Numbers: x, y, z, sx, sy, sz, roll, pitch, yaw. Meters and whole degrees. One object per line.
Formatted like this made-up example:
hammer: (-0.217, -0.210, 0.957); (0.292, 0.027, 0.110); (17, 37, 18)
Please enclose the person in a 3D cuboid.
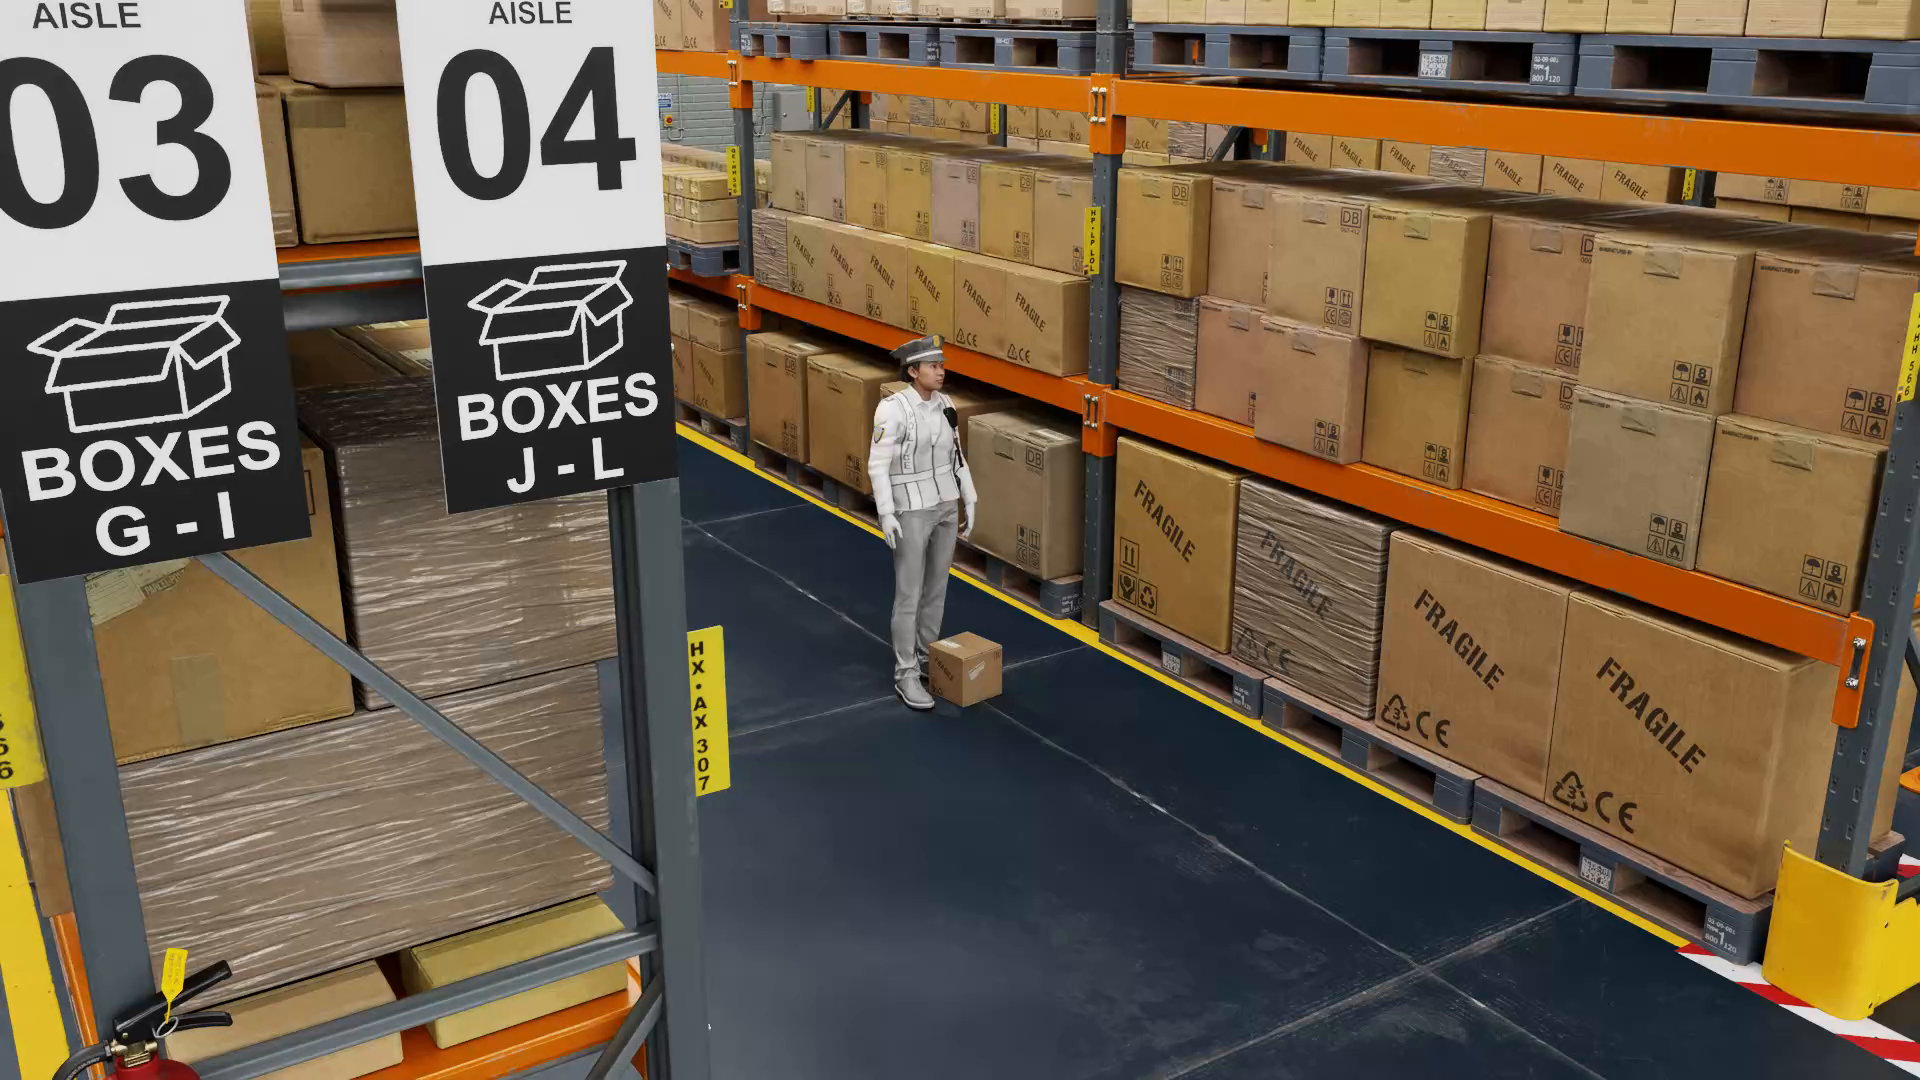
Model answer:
person: (-0.128, -0.121, 7.842); (0.587, 1.694, 0.529); (-15, 23, -38)
